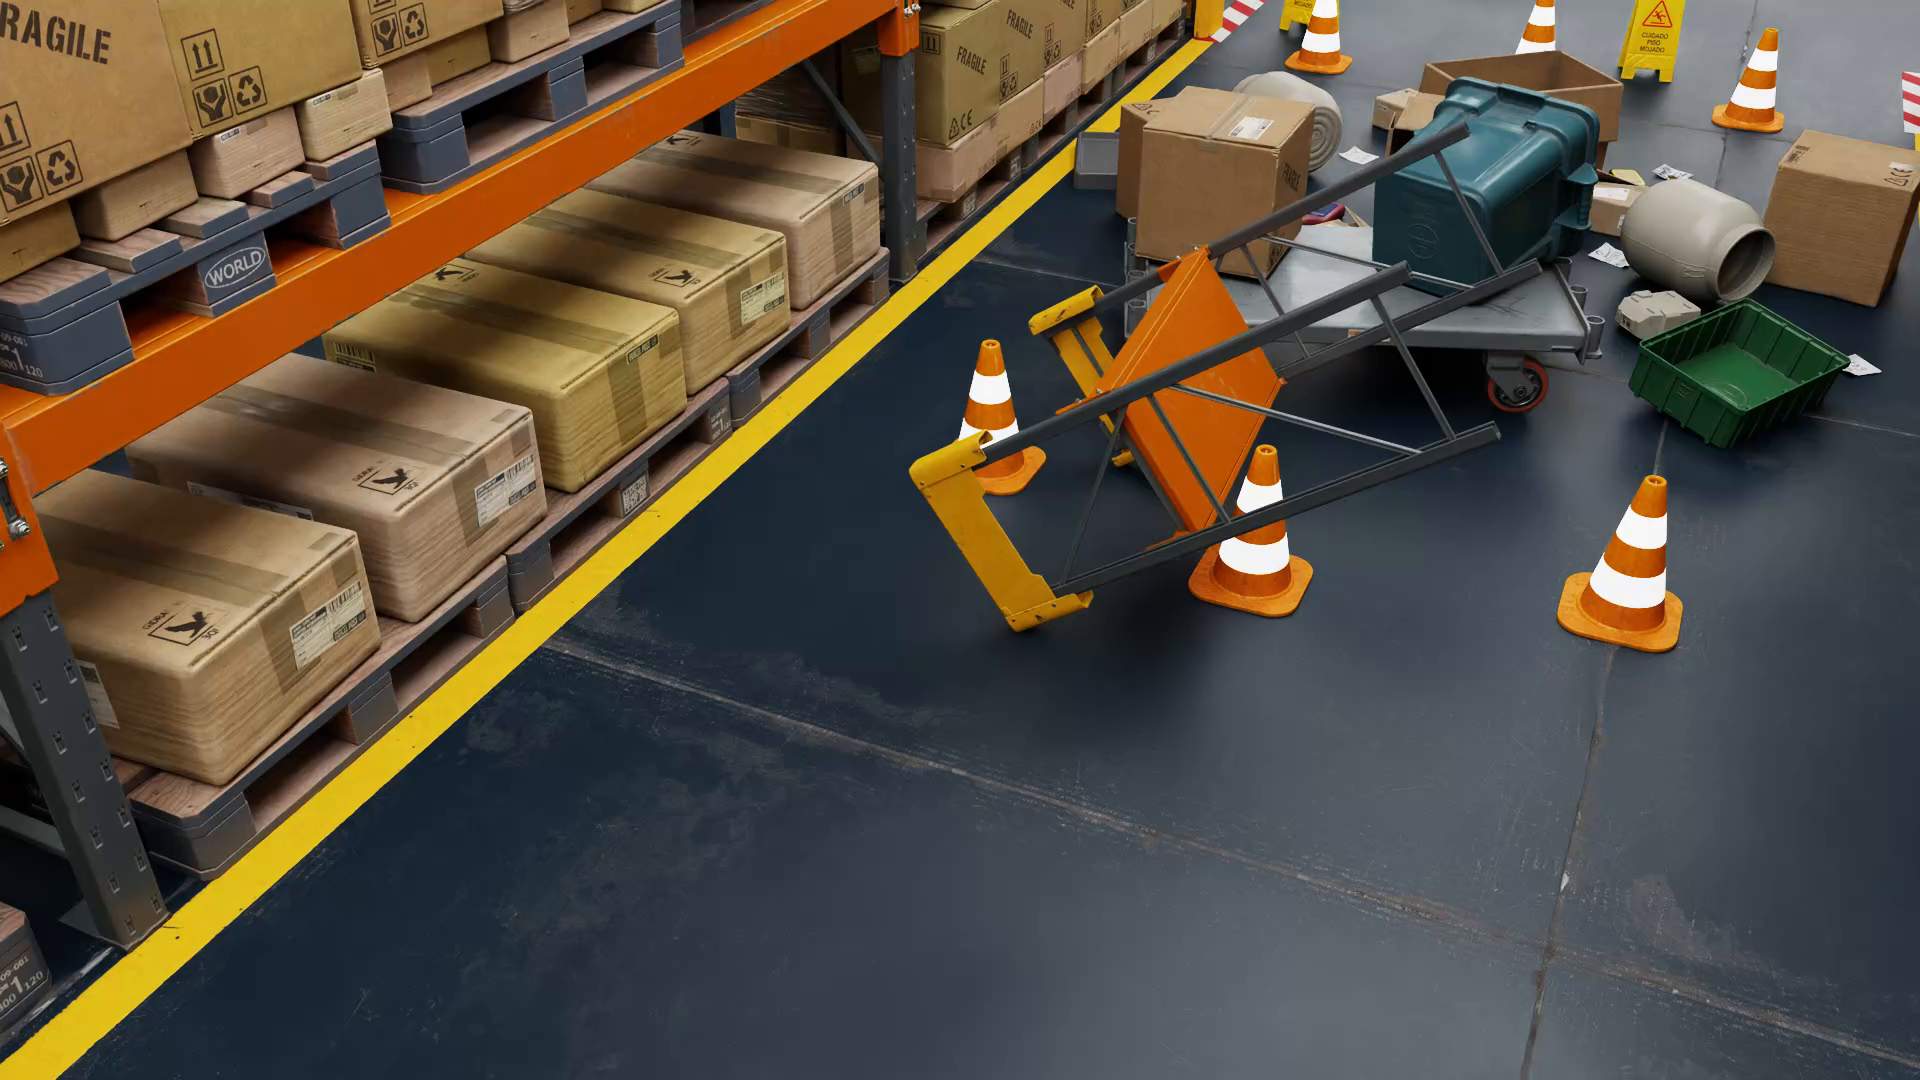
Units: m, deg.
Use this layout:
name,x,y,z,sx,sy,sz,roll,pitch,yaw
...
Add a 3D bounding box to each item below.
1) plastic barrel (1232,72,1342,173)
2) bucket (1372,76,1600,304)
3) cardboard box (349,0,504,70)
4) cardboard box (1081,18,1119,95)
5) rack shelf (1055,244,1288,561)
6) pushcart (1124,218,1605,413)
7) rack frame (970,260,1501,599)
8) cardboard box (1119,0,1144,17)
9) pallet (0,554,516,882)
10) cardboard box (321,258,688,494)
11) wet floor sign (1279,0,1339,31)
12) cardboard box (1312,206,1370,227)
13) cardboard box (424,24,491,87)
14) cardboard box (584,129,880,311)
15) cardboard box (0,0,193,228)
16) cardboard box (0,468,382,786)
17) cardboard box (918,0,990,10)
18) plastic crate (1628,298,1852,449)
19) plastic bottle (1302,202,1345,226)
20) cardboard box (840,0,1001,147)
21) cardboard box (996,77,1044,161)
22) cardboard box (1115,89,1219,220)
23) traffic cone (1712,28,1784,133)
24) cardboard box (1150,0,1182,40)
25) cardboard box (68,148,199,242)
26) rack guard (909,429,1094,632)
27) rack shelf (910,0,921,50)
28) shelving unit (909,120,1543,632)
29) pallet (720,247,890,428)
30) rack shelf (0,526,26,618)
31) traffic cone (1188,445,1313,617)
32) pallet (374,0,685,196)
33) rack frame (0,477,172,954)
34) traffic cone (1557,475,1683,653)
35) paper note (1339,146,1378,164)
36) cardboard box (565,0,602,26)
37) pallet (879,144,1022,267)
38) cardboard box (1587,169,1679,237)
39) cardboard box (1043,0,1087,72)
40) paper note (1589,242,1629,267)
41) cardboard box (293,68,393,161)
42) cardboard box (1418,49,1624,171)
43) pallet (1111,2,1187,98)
name,x,y,z,sx,sy,sz,roll,pitch,yaw
plastic barrel,1.530,-1.983,7.889,0.421,0.421,0.512,-15,36,-21
bucket,1.846,-1.223,5.978,0.726,0.611,0.620,29,53,36
cardboard box,-1.502,-1.493,4.045,0.500,0.500,0.500,15,36,21
cardboard box,0.487,-2.480,8.422,0.500,0.250,0.500,13,35,19
rack shelf,0.644,-0.418,4.846,0.185,0.538,1.000,-22,20,35
pushcart,1.437,-0.850,6.202,1.648,0.377,0.936,3,33,4
rack frame,0.594,-0.212,4.351,1.500,0.500,0.032,-22,20,35
cardboard box,0.705,-3.057,8.617,0.500,0.500,0.500,16,36,22
pallet,-2.000,0.325,4.562,1.003,0.211,1.213,14,36,20
cardboard box,-1.459,-0.554,5.373,0.950,0.372,0.625,15,36,22
wet floor sign,2.070,-3.301,9.696,0.267,0.644,0.232,29,43,36
cardboard box,1.635,-1.215,6.860,0.258,0.266,0.396,-9,34,-13
cardboard box,-1.472,-1.321,4.375,0.380,0.149,0.250,16,36,22
cardboard box,-0.872,-1.260,6.449,0.950,0.372,0.625,15,36,21
cardboard box,-1.930,-0.965,3.241,0.500,0.500,0.500,13,35,19
cardboard box,-2.083,0.192,4.236,0.950,0.372,0.625,12,35,17
cardboard box,-0.056,-2.336,6.926,0.380,0.149,0.250,15,36,21
plastic crate,2.766,-0.595,5.933,0.662,0.188,0.450,-21,49,-29
plastic bottle,1.589,-1.428,7.373,0.133,0.061,0.283,21,39,28
cardboard box,-0.163,-2.016,7.030,0.500,0.500,0.500,16,36,23
cardboard box,0.050,-1.971,7.645,0.500,0.250,0.500,16,37,23
cardboard box,1.029,-1.622,7.265,0.500,0.500,0.500,-15,36,-21
traffic cone,4.045,-2.352,8.415,0.336,0.463,0.334,14,36,20
cardboard box,0.915,-2.986,9.193,0.500,0.250,0.500,14,36,20
cardboard box,-1.875,-0.775,3.543,0.380,0.149,0.250,12,35,18
rack guard,0.119,-0.018,4.708,0.250,0.587,0.087,-22,20,35
rack shelf,0.182,-3.140,7.959,1.077,0.370,4.000,14,36,20
shelving unit,0.778,-0.469,4.737,1.500,0.587,1.083,-22,20,35
pallet,-0.979,-0.890,6.416,1.003,0.211,1.213,14,36,20
rack shelf,-3.165,0.844,1.883,1.077,0.370,4.000,14,36,20
traffic cone,0.885,-0.071,4.937,0.336,0.463,0.334,14,36,20
pallet,-1.537,-1.368,4.775,1.003,0.211,1.213,14,36,20
rack frame,-2.328,-0.453,3.205,1.000,3.000,0.127,14,36,20
traffic cone,1.951,0.023,4.793,0.336,0.463,0.334,14,36,20
paper note,1.940,-1.874,8.091,0.148,0.019,0.142,29,43,36
cardboard box,-1.263,-1.583,4.775,0.380,0.149,0.250,13,35,19
pallet,-0.406,-1.621,7.530,1.003,0.211,1.213,14,36,20
cardboard box,2.930,-1.495,7.287,0.396,0.266,0.258,21,39,28
cardboard box,0.269,-2.543,7.834,0.500,0.500,0.500,16,37,23
paper note,2.790,-1.211,7.076,0.172,0.023,0.155,29,43,36
cardboard box,-1.584,-1.033,3.937,0.380,0.149,0.250,14,36,21
cardboard box,2.583,-1.937,7.746,0.797,0.503,0.637,-9,34,-13
pallet,0.615,-2.836,9.383,1.003,0.211,1.213,14,36,20
